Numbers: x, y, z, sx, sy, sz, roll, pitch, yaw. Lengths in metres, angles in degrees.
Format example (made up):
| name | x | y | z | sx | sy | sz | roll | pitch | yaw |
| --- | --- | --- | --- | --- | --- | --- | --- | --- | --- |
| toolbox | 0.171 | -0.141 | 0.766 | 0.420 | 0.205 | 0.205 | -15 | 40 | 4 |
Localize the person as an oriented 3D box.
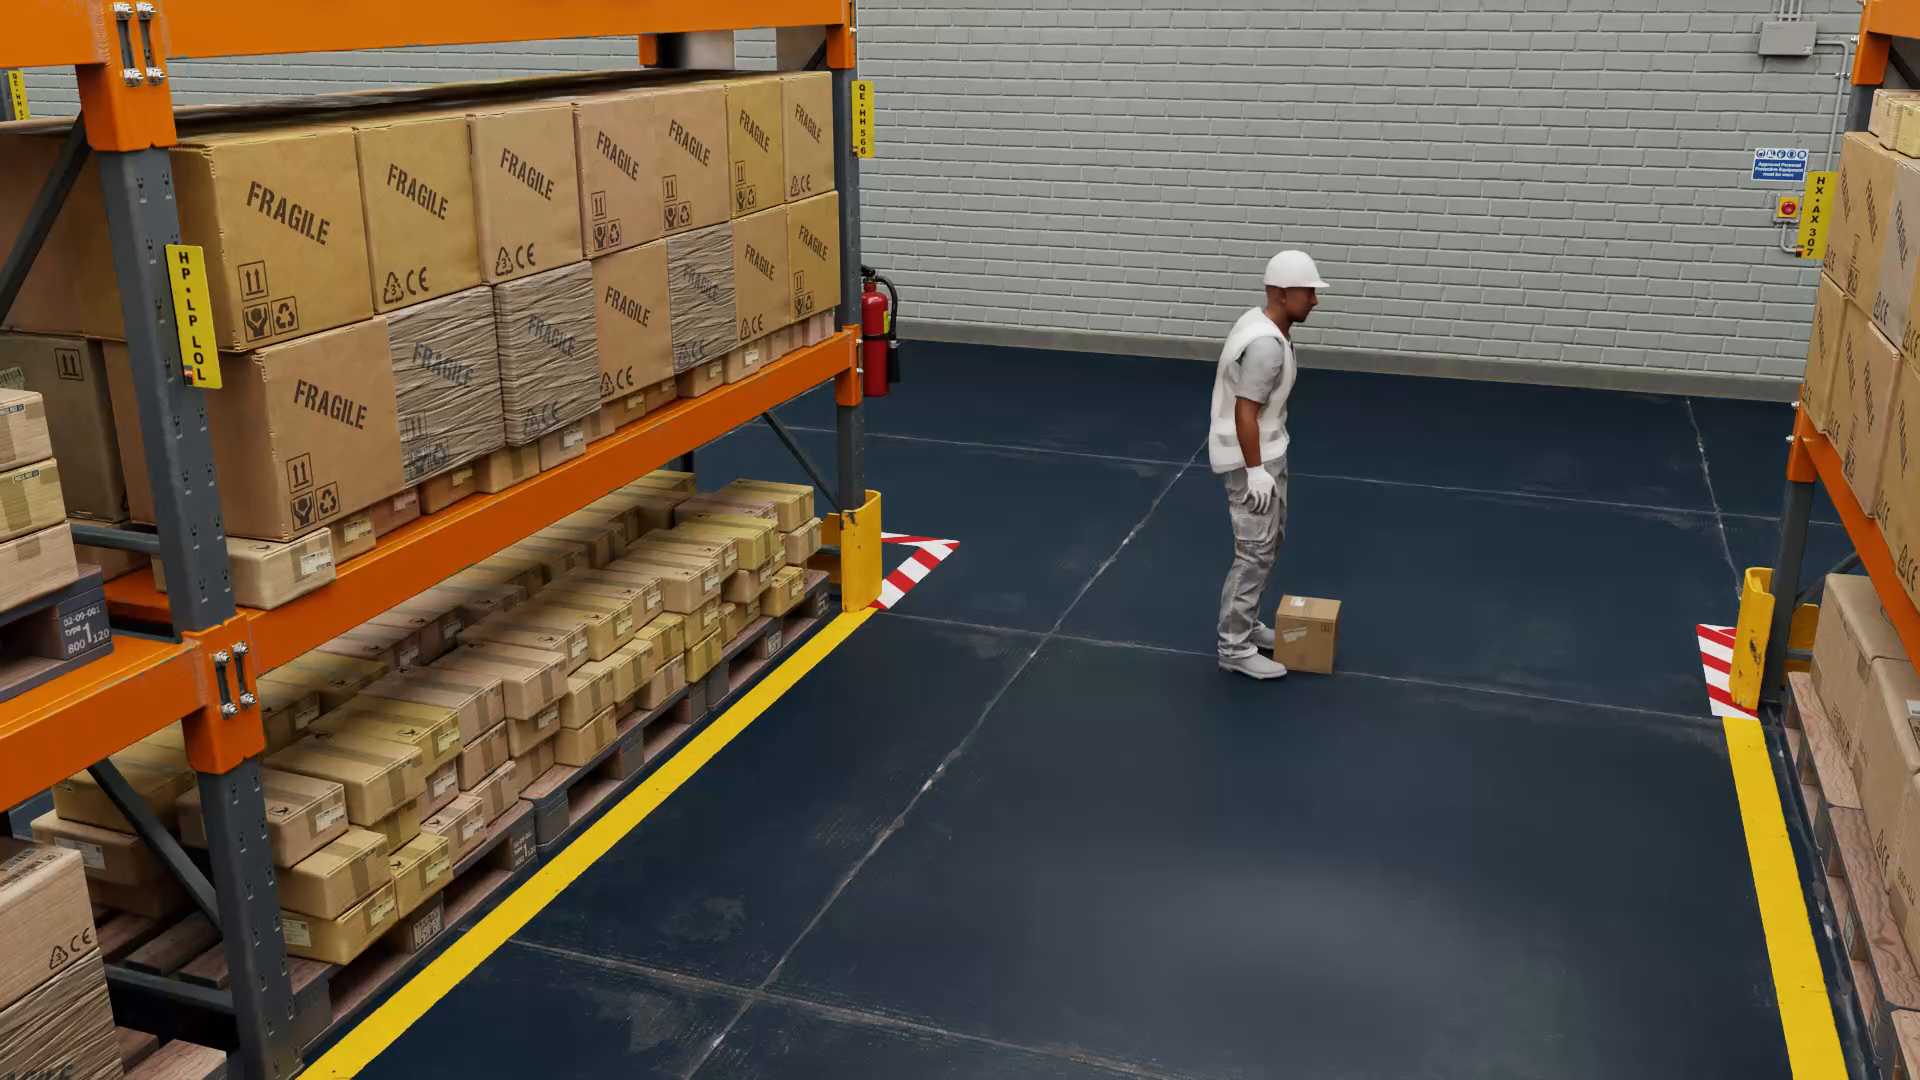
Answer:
| name | x | y | z | sx | sy | sz | roll | pitch | yaw |
| --- | --- | --- | --- | --- | --- | --- | --- | --- | --- |
| person | 1.283 | -0.333 | 7.042 | 0.453 | 1.772 | 0.615 | 5 | 19 | 16 |
